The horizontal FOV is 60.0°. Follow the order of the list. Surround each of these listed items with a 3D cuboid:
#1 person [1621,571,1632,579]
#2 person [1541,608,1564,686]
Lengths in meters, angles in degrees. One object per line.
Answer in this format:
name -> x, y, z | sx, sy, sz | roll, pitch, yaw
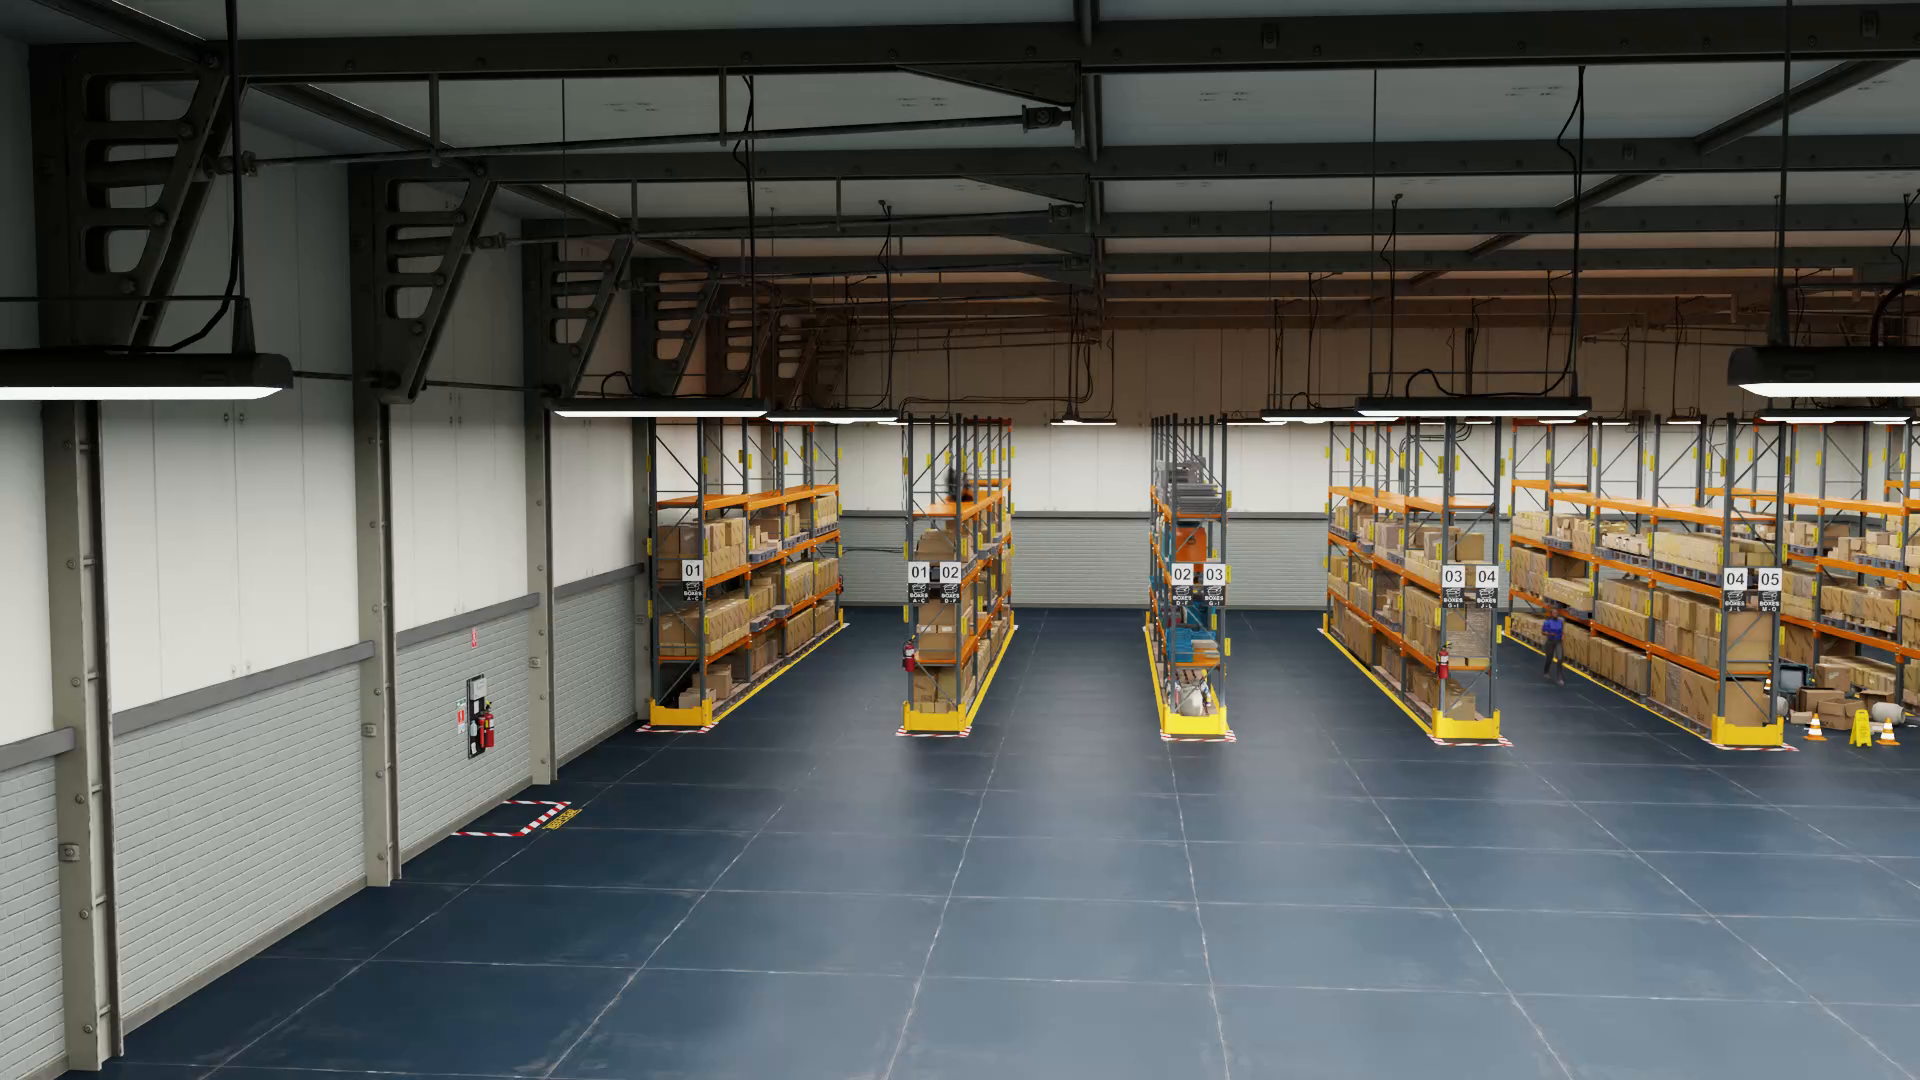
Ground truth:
person -> 18.949, 1.691, 47.111 | 0.839, 1.772, 0.669 | 1, 4, 7
person -> 13.303, 2.379, 37.307 | 0.571, 1.679, 0.860 | 0, 4, 3
